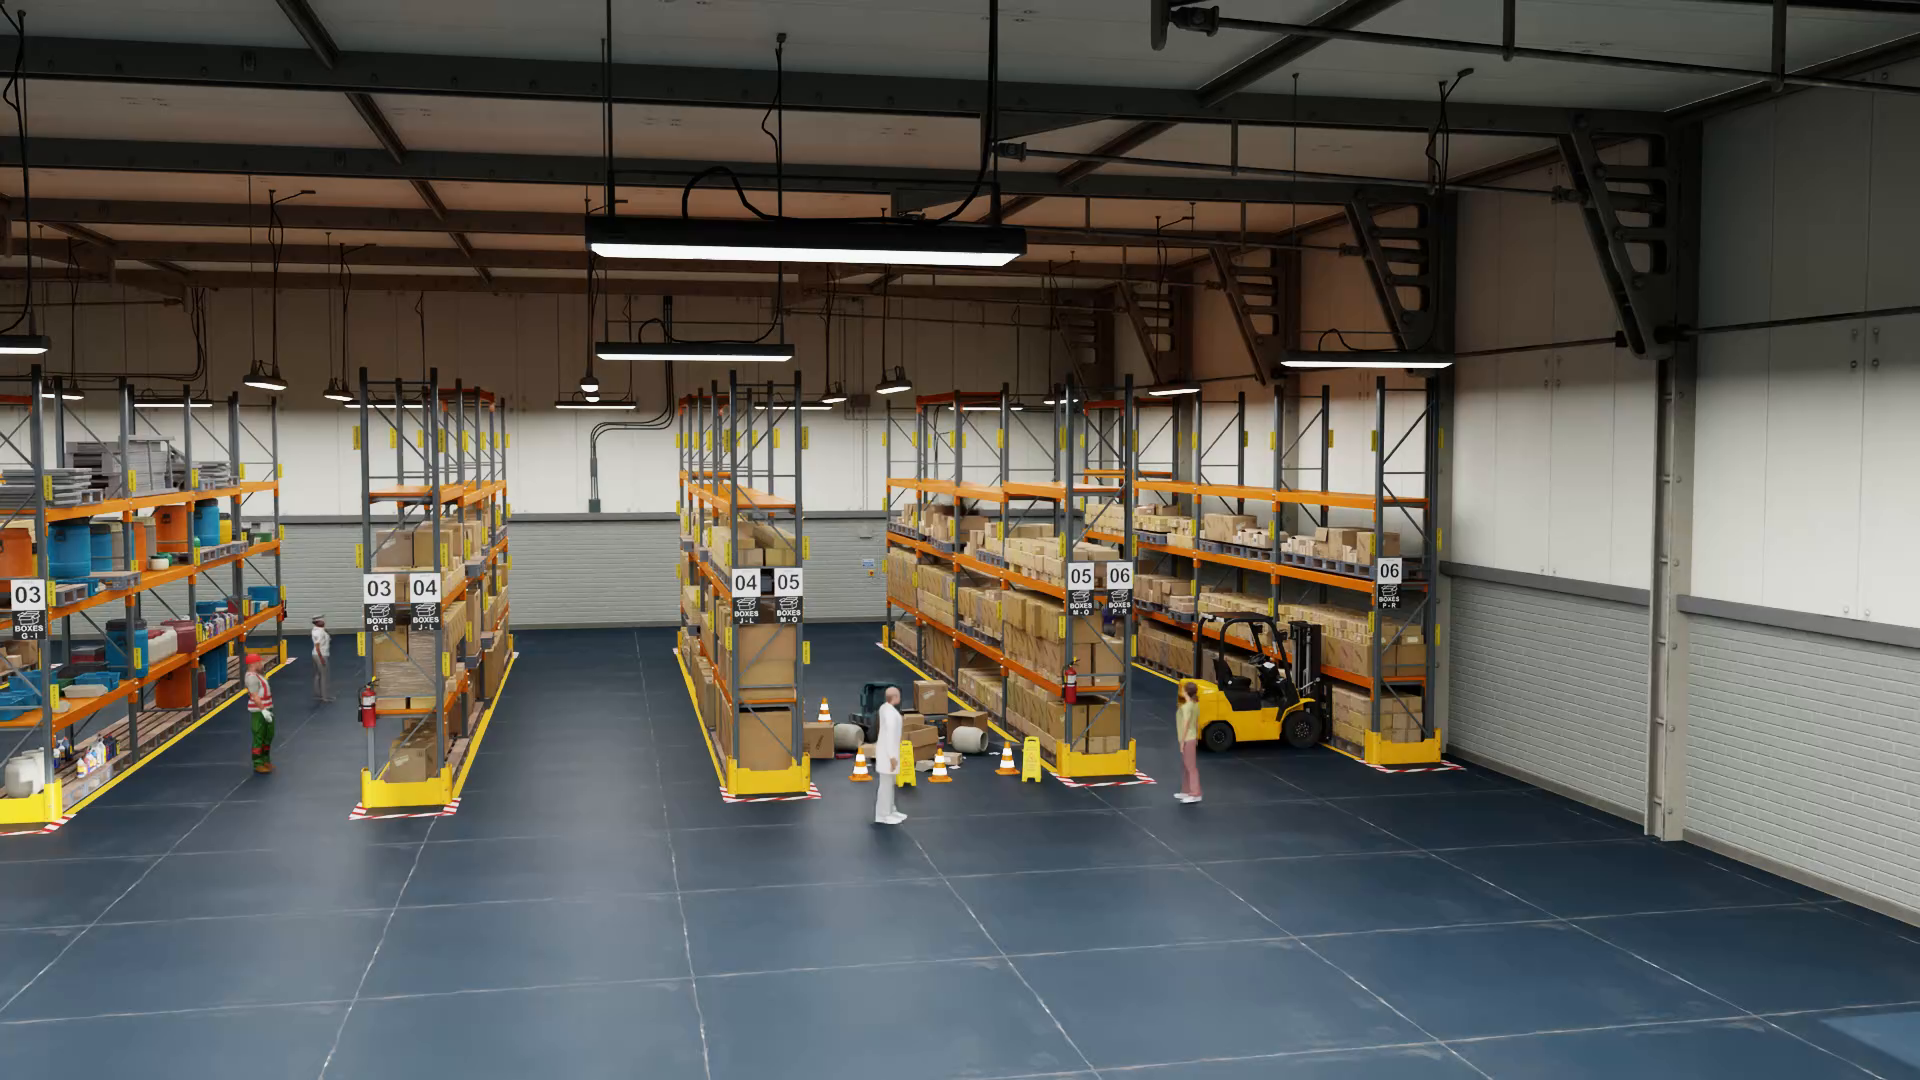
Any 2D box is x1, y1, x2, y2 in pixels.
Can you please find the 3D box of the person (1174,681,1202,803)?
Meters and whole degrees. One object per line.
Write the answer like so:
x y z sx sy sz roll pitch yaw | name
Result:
3.165 2.790 23.048 0.393 1.675 0.540 0 3 8 | person

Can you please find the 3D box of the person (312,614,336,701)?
-12.248 2.259 32.004 0.418 1.669 0.557 -2 4 -26 | person

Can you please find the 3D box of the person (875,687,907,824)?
-0.898 2.814 21.786 0.446 1.794 0.627 -1 3 -9 | person

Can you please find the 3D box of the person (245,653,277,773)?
-10.581 2.622 25.237 0.562 1.832 0.639 0 3 5 | person

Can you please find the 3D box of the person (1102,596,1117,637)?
3.050 1.955 34.873 0.549 1.668 0.654 -2 4 -29 | person
